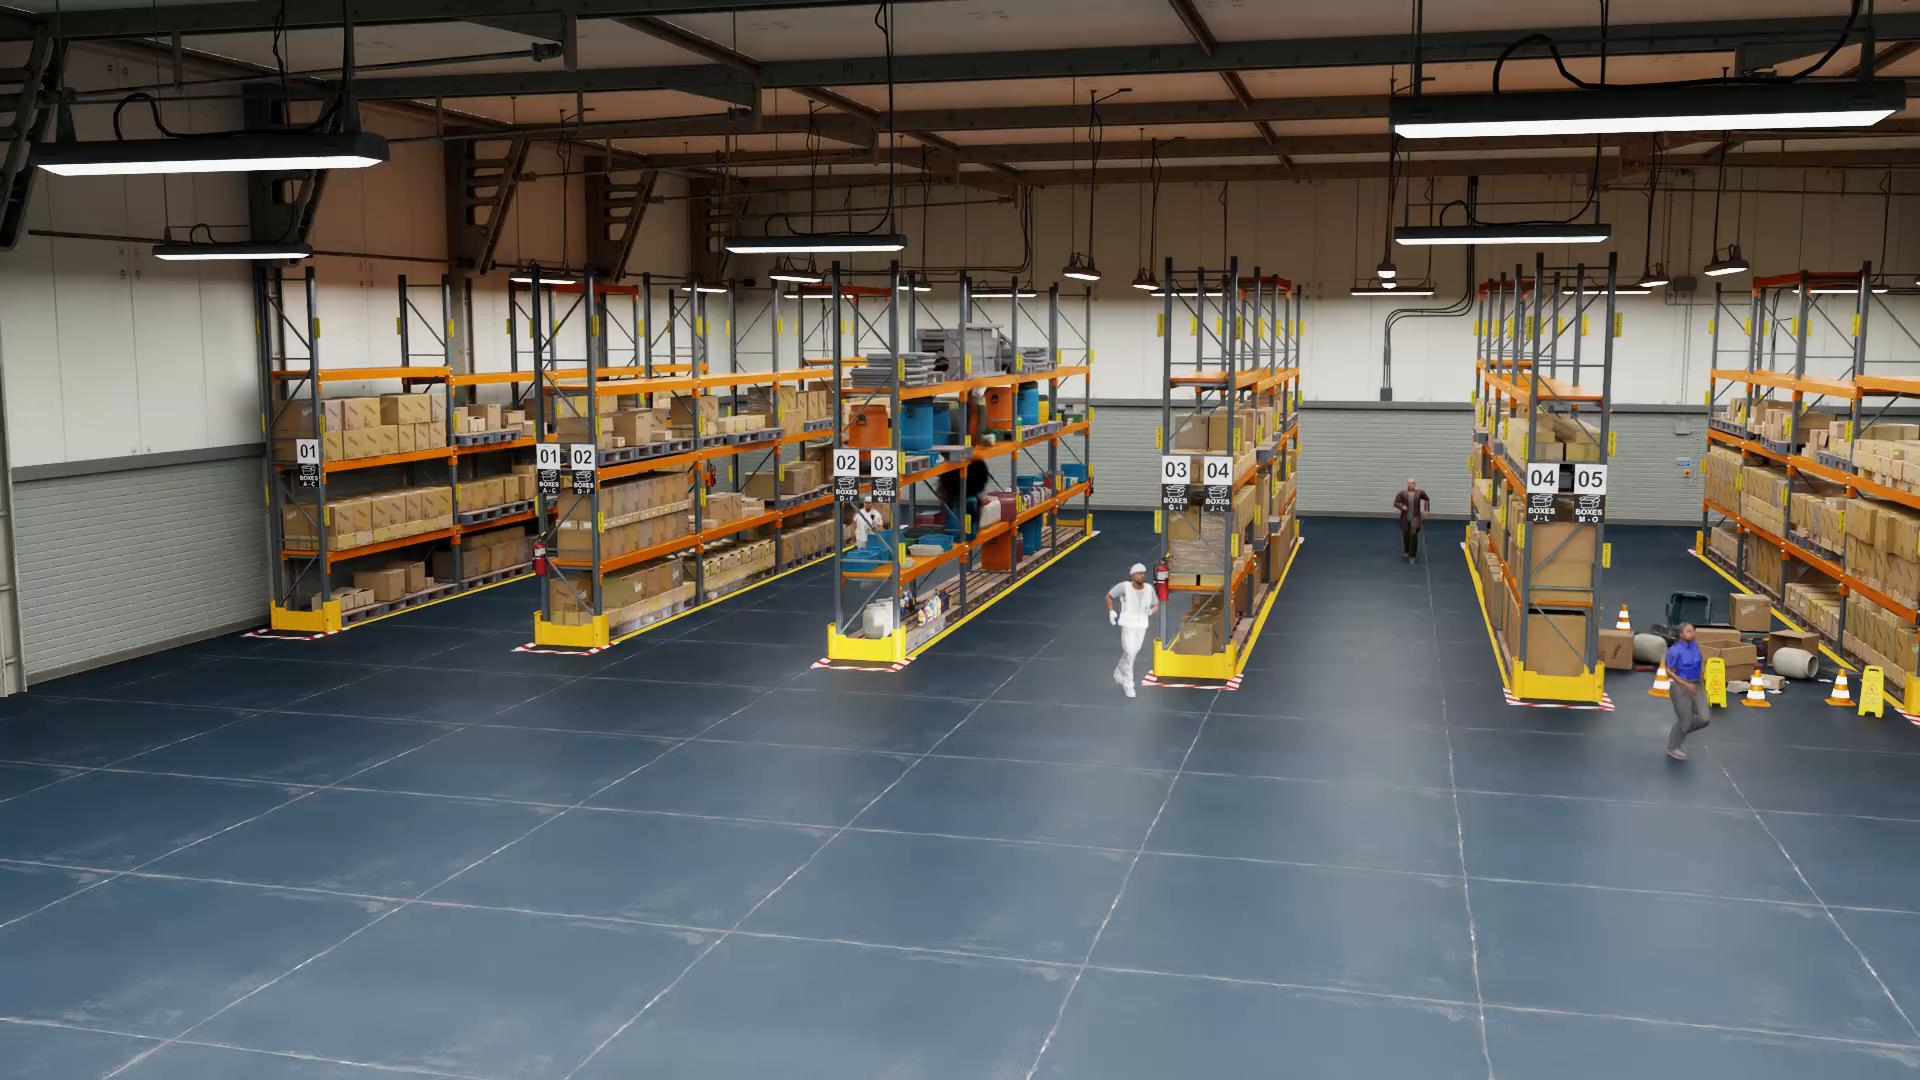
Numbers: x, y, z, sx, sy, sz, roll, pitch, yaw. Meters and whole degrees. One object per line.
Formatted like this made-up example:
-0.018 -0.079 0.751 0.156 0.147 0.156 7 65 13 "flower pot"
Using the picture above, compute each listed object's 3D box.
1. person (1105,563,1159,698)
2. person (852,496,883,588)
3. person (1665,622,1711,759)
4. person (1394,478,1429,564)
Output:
2.400 1.229 23.015 0.692 1.839 0.824 -3 8 -21 "person"
-1.711 0.045 30.533 0.599 1.695 0.593 0 7 3 "person"
8.492 1.764 19.391 0.586 1.607 0.495 -3 8 -24 "person"
9.718 -0.408 35.823 0.739 1.864 0.851 3 8 21 "person"
